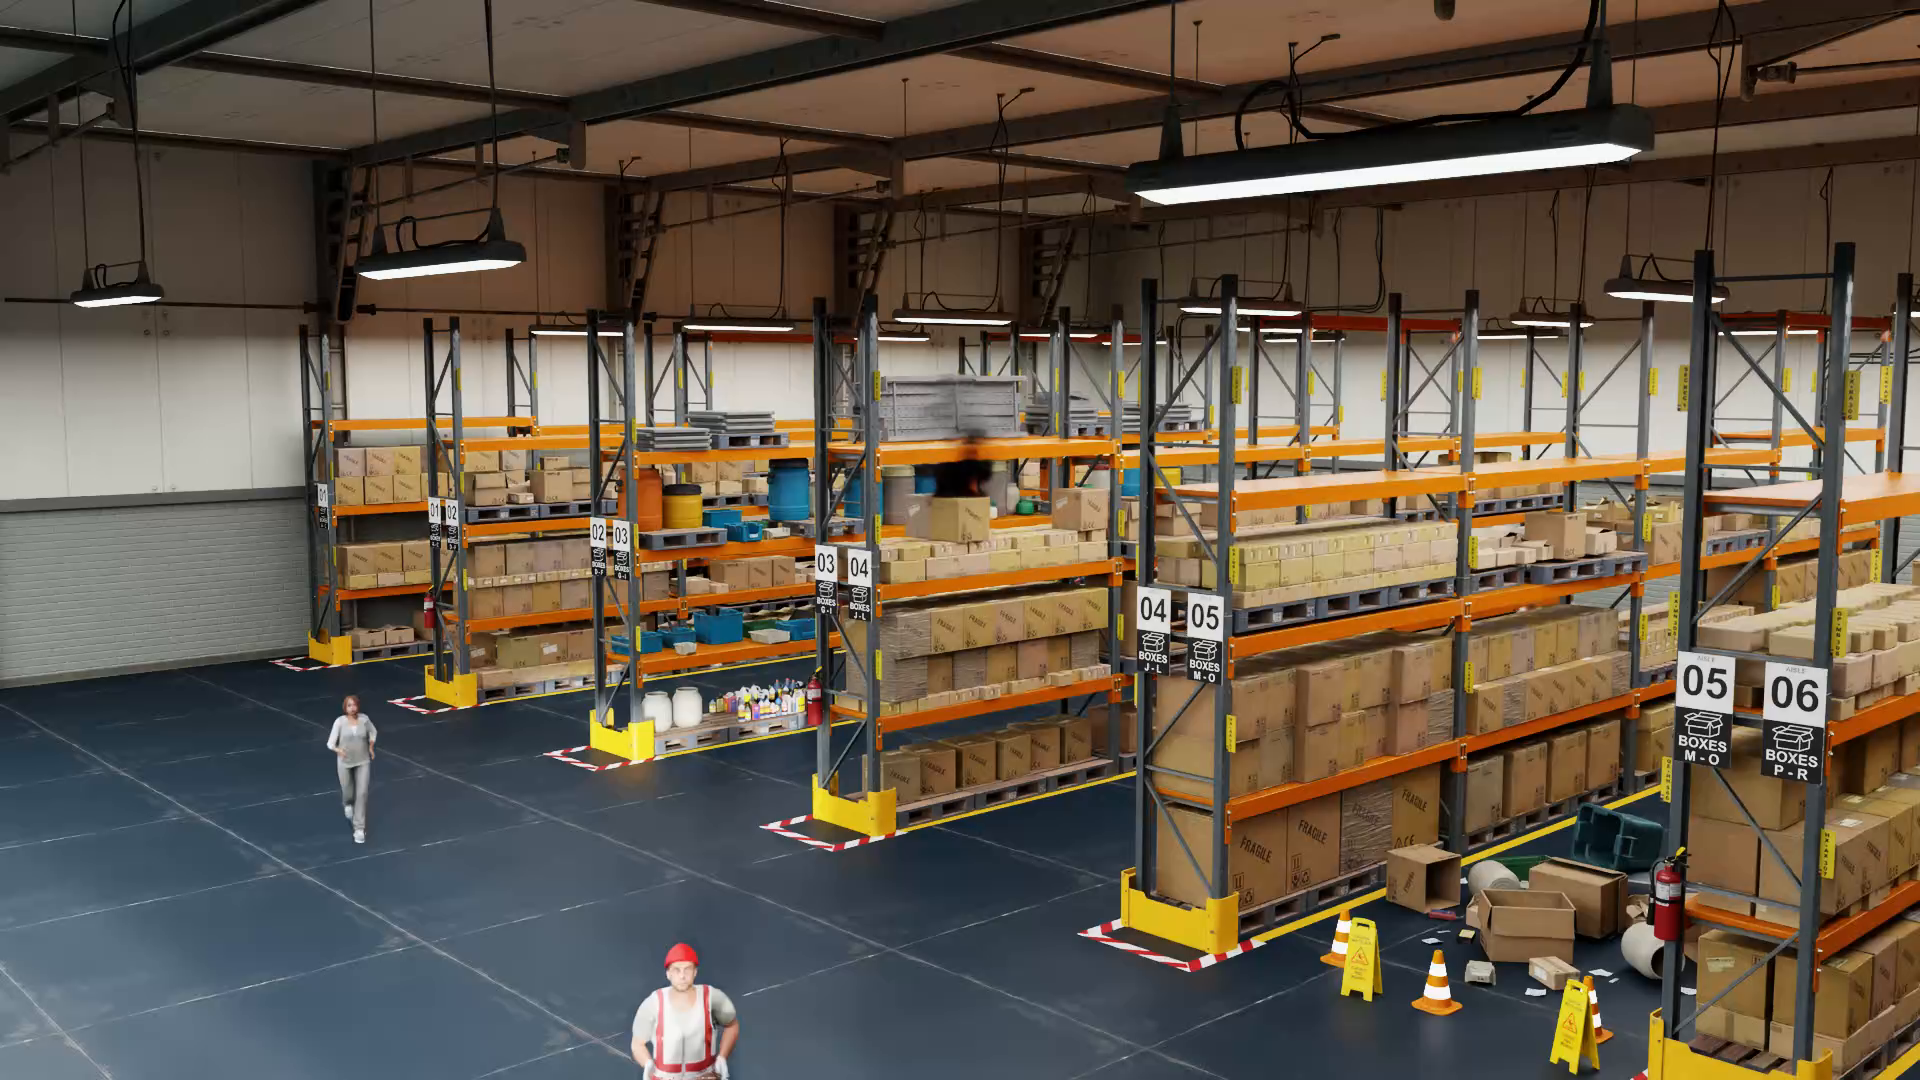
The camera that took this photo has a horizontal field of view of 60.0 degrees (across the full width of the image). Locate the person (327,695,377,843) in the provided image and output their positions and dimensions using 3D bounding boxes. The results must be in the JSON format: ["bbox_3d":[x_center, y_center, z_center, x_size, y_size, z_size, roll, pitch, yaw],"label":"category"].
[{"bbox_3d":[-6.751,2.507,18.524,0.538,1.591,0.839,-3,6,-26],"label":"person"}]

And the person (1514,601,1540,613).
[{"bbox_3d":[8.788,1.682,25.644,0.632,1.835,0.736,5,8,41],"label":"person"}]

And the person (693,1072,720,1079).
[{"bbox_3d":[-1.246,3.475,8.256,0.573,1.681,0.862,-1,6,-10],"label":"person"}]

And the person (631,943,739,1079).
[{"bbox_3d":[-1.642,3.290,9.964,0.648,1.740,0.598,-1,6,-8],"label":"person"}]
